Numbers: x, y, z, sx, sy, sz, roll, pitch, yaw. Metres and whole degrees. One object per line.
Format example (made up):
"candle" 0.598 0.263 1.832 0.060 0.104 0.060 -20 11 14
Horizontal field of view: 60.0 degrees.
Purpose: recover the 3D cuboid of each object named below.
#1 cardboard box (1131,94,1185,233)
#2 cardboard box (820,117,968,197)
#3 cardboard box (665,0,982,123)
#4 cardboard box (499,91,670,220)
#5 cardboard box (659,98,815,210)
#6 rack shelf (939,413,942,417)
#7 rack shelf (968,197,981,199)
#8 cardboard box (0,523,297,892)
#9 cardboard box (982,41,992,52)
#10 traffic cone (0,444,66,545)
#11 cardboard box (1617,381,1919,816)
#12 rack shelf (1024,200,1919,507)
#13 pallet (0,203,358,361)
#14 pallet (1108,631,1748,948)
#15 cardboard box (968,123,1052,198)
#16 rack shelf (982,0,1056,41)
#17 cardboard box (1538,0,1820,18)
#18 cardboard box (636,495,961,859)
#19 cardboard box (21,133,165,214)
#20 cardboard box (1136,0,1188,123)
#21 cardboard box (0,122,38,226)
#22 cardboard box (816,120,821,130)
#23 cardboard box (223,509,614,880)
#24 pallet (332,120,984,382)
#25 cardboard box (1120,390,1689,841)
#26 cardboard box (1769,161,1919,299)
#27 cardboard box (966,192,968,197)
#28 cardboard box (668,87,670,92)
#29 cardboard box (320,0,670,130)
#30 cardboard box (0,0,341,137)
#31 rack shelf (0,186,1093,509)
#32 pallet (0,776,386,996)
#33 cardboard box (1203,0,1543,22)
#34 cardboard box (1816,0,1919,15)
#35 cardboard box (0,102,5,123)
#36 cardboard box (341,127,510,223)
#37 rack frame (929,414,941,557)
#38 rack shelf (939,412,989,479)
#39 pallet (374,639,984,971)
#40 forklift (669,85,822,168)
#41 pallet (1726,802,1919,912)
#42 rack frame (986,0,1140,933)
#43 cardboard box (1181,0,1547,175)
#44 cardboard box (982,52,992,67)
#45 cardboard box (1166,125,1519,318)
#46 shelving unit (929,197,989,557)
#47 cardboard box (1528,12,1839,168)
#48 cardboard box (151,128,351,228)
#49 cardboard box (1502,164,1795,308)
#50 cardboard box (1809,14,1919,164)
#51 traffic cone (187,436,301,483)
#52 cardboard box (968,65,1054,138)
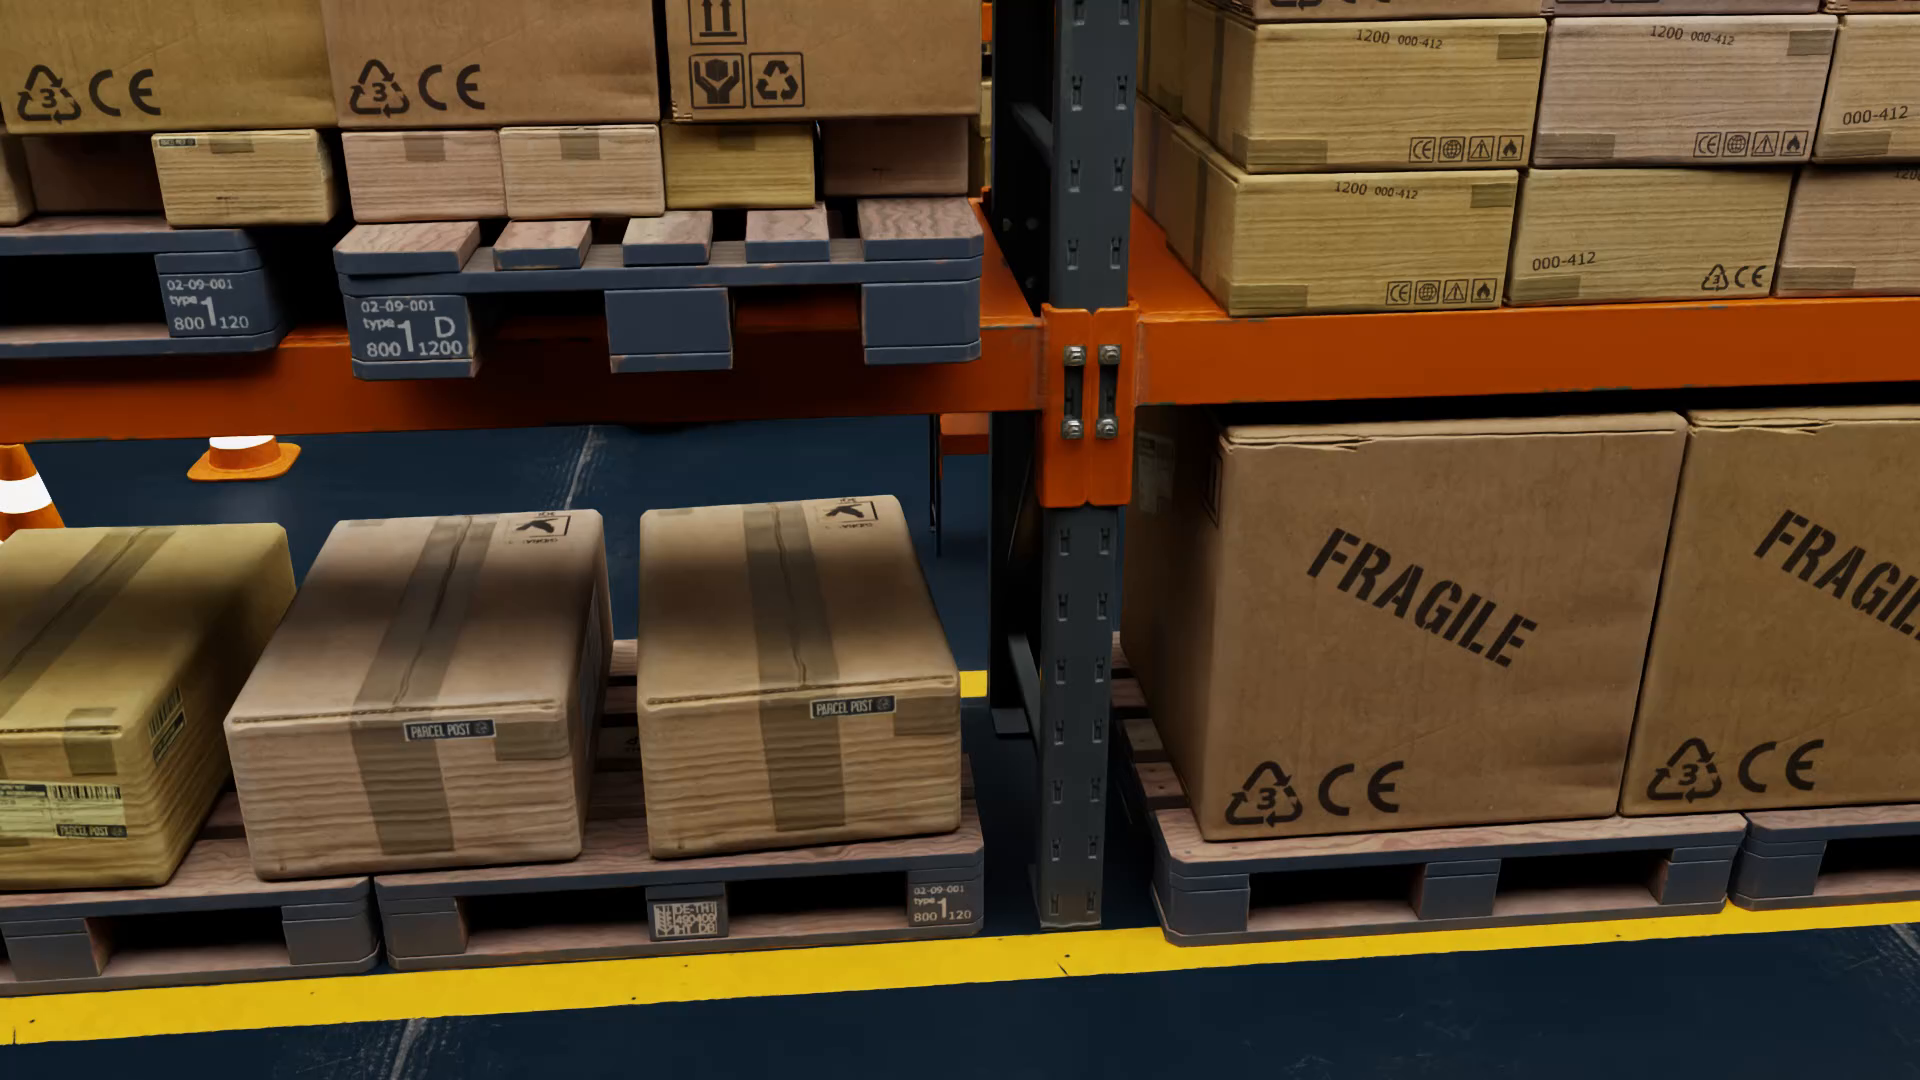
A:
"cardboard box" 0.659 -0.822 3.591 0.500 0.250 0.500 -3 24 -7
"cardboard box" -0.122 -0.734 3.002 0.250 0.149 0.380 -1 24 -3
"cardboard box" -0.244 -1.009 2.820 0.500 0.500 0.500 -3 24 -7
"cardboard box" -0.628 -0.666 2.848 0.250 0.149 0.380 -2 24 -6
"cardboard box" -0.382 -0.695 2.912 0.250 0.149 0.380 -2 24 -4
"rack shelf" 0.165 -0.493 5.048 0.480 0.148 0.258 -2 24 -5
"rack shelf" 0.165 -0.914 4.862 0.480 0.148 0.258 -2 24 -5
"cardboard box" -1.871 0.323 3.550 0.625 0.372 0.950 -2 24 -3
"cardboard box" -0.104 -4.011 12.681 0.875 0.875 1.225 -3 24 -8
"traffic cone" -2.703 -0.062 4.820 0.334 0.463 0.336 -2 24 -5
"cardboard box" 1.765 -0.014 3.688 0.875 0.875 0.875 -2 24 -5
"rack shelf" 2.171 -0.517 3.605 4.000 0.370 1.077 -2 24 -5
"pallet" -1.785 -0.582 3.103 1.213 0.211 1.003 -2 24 -5
"pallet" 0.973 0.508 3.848 1.213 0.211 1.003 -2 24 -5
"cardboard box" 0.323 -1.737 8.026 0.500 0.500 0.500 -3 24 -7
"rack shelf" 1.584 -2.513 8.097 4.000 0.370 1.077 -2 24 -5
"cardboard box" 1.189 -1.213 2.931 0.500 0.500 0.500 -2 24 -5
"cardboard box" -0.382 0.262 3.686 0.625 0.372 0.950 -4 24 -9
"cardboard box" -1.414 -0.684 2.888 0.250 0.149 0.380 -2 24 -5
"cardboard box" 0.638 -1.048 3.483 0.500 0.250 0.500 -2 24 -5
"cardboard box" -1.656 -0.641 2.790 0.250 0.149 0.380 -3 24 -7
"cardboard box" -0.161 -0.905 3.385 0.250 0.149 0.380 -4 24 -8
"cardboard box" -1.116 0.295 3.612 0.625 0.372 0.950 -3 24 -6
"pallet" -0.518 -0.606 3.157 1.003 0.211 1.213 -2 24 -5
"cardboard box" 0.877 0.019 3.612 0.875 0.875 0.875 -3 24 -6
"cardboard box" 1.725 -0.661 3.229 0.500 0.250 0.500 -2 24 -3
"cardboard box" 0.223 -1.944 8.491 0.500 0.500 0.500 -2 24 -5
"cardboard box" -0.722 -0.915 3.407 0.250 0.149 0.380 -4 24 -9
"cardboard box" -0.757 -0.983 2.763 0.500 0.500 0.500 -3 24 -6
"cardboard box" -1.259 -0.963 2.717 0.500 0.500 0.500 -4 24 -9
"rack shelf" -1.809 -0.357 3.246 4.000 0.370 1.077 -2 24 -5
"pallet" -1.808 0.587 3.670 1.213 0.211 1.003 -2 24 -5
"cardboard box" 0.696 -1.189 2.878 0.500 0.500 0.500 -3 24 -7
"cardboard box" 1.705 -1.227 2.964 0.500 0.500 0.500 -2 24 -4
"cardboard box" -1.803 -0.941 2.669 0.500 0.500 0.500 -3 24 -7
"cardboard box" -0.879 -0.660 2.833 0.250 0.149 0.380 -3 24 -8
"rack frame" -0.078 -0.545 4.999 0.015 1.200 0.240 -2 24 -5
"rack shelf" 0.165 -0.312 5.129 0.480 0.148 0.258 -2 24 -5
"pallet" -0.597 0.539 3.777 1.213 0.211 1.003 -2 24 -5
"forklift" -1.537 -2.335 6.895 1.130 2.935 3.031 -14 28 -29
"pallet" 2.184 0.460 3.955 1.213 0.211 1.003 -2 24 -5
"rack frame" 0.181 -0.766 3.279 0.127 3.000 1.000 -2 24 -5
"cardboard box" 0.710 -0.846 3.029 0.500 0.250 0.500 -2 24 -6
"cardboard box" 0.249 -2.288 8.342 0.500 0.250 0.500 -3 24 -6
"cardboard box" 0.693 -0.615 3.125 0.500 0.250 0.500 -3 24 -6
"shelving unit" 0.165 -0.555 5.021 0.503 1.200 0.258 -2 24 -5
"cardboard box" 1.224 -0.866 3.075 0.500 0.250 0.500 -2 24 -4
"cardboard box" -1.152 -0.643 2.796 0.250 0.149 0.380 -2 24 -4
"cardboard box" 1.202 -0.643 3.187 0.500 0.250 0.500 -3 24 -7
"cardboard box" 1.721 -0.881 3.108 0.500 0.250 0.500 -2 24 -5
"traffic cone" -2.513 -0.478 5.755 0.334 0.463 0.336 -2 24 -5
"cardboard box" 0.304 -2.084 7.884 0.500 0.250 0.500 -3 24 -8
